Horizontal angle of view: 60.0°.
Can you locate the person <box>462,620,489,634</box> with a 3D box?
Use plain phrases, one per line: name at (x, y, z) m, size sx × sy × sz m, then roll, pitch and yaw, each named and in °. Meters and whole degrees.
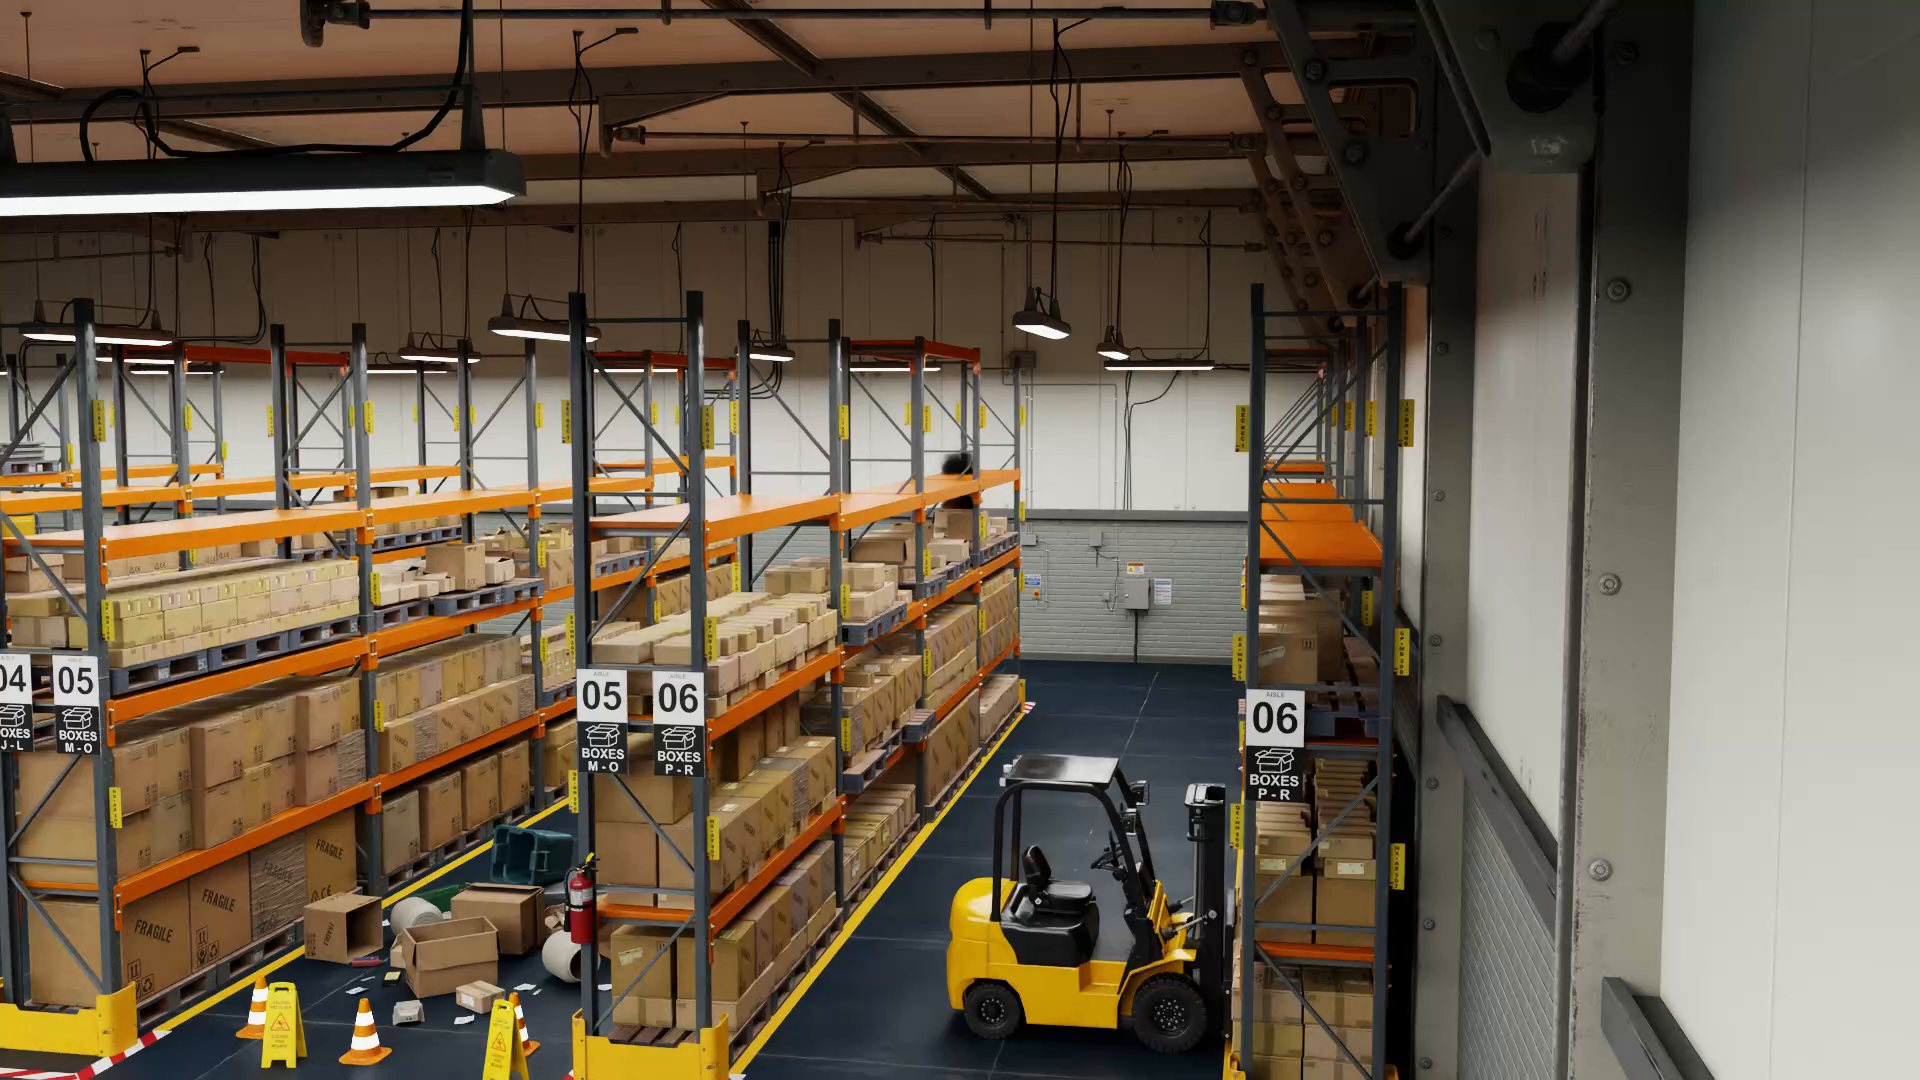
person at (-18.411, -0.533, 14.815) m, size 8.519 × 8.991 × 38.038 m, roll 2°, pitch 5°, yaw 27°
